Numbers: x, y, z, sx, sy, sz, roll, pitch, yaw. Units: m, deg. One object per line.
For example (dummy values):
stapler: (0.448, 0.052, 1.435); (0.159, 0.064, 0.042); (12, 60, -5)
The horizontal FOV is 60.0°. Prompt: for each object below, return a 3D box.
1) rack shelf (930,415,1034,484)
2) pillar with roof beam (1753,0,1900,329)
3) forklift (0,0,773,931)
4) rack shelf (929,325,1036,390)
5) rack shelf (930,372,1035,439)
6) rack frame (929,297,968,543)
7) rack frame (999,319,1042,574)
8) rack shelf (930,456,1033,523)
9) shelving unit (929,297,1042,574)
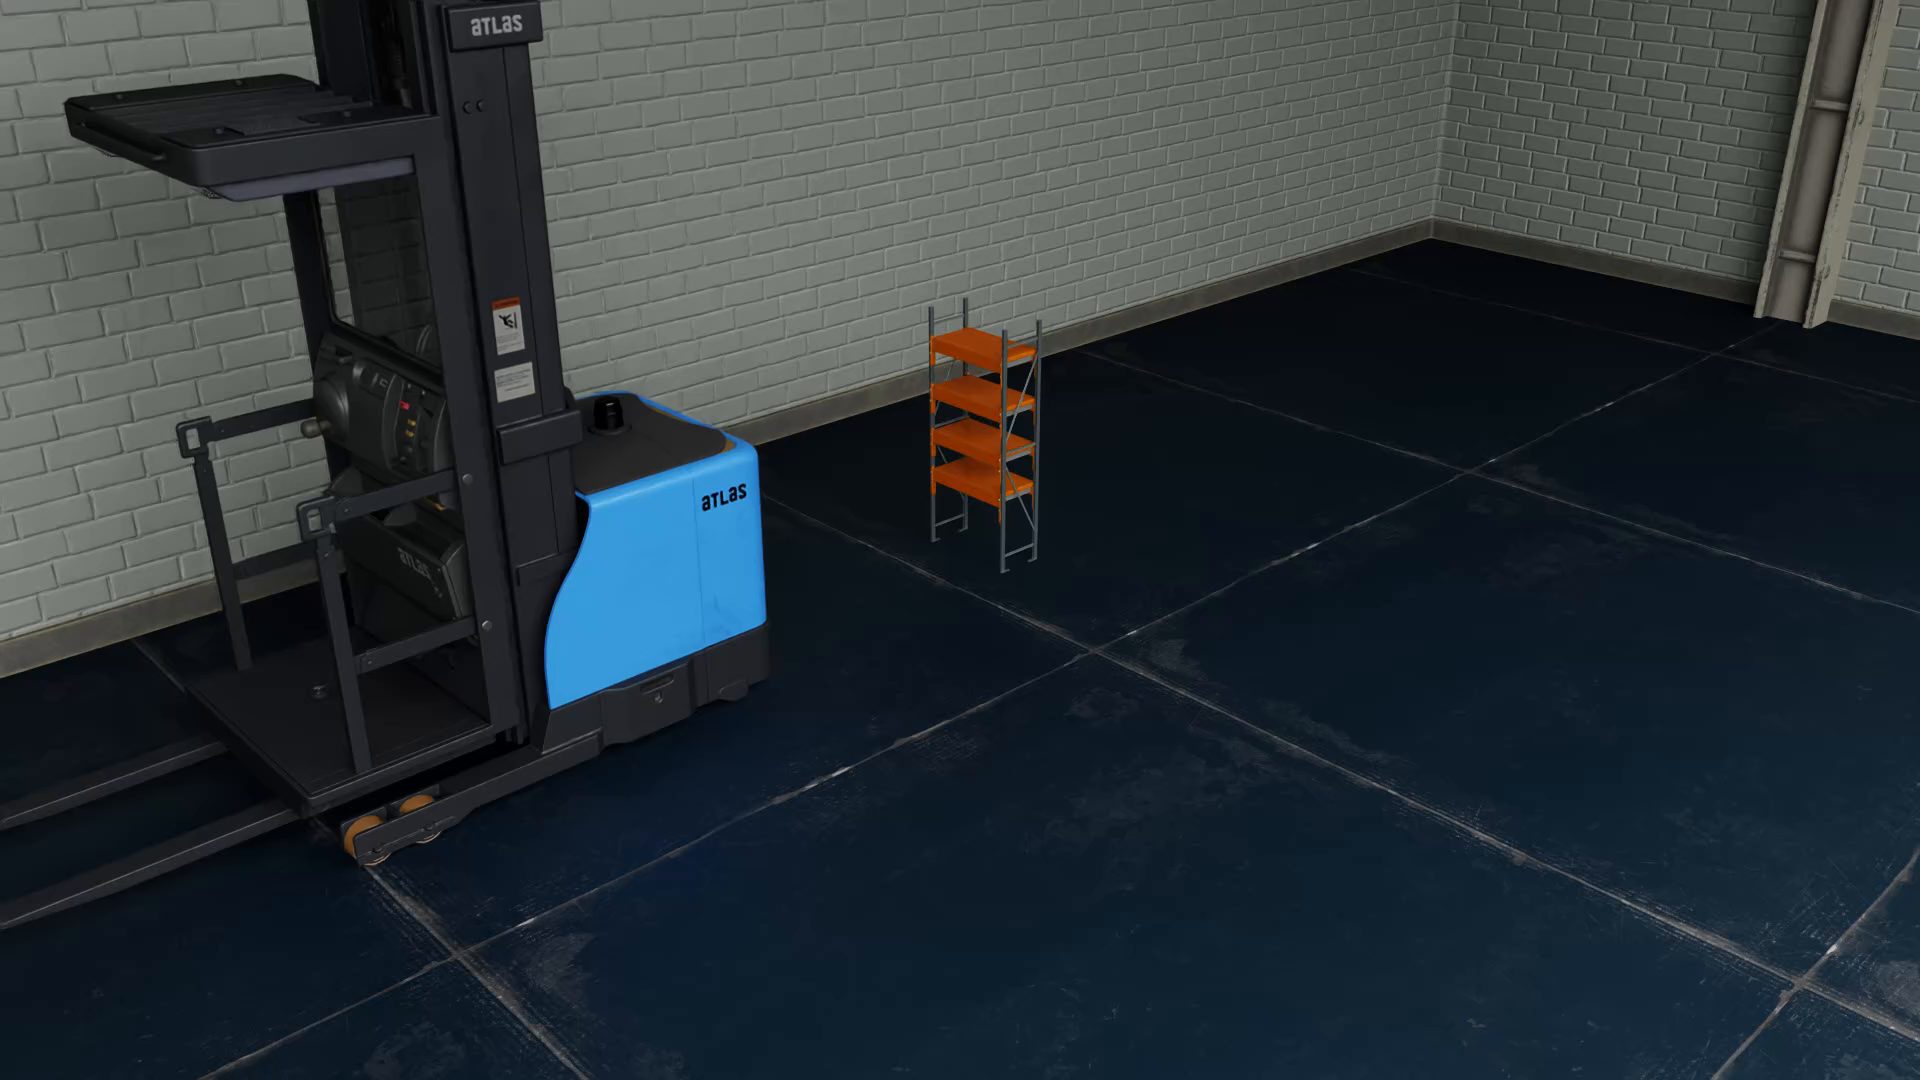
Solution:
rack shelf: (0.113, -0.435, 7.919); (0.258, 0.148, 0.480); (-21, 32, -38)
pillar with roof beam: (2.680, -4.429, 7.117); (9.100, 9.000, 0.400); (-21, 32, -38)
forklift: (-2.188, -0.447, 5.699); (3.031, 2.935, 1.130); (-22, 32, -39)
rack shelf: (0.113, -0.853, 7.728); (0.258, 0.148, 0.480); (-21, 32, -38)
rack shelf: (0.113, -0.638, 7.826); (0.258, 0.148, 0.480); (-21, 32, -38)
rack frame: (-0.054, -0.570, 8.053); (0.240, 1.200, 0.015); (-21, 32, -38)
rack frame: (0.280, -0.422, 7.729); (0.240, 1.200, 0.015); (-21, 32, -38)
rack shelf: (0.113, -0.254, 8.001); (0.258, 0.148, 0.480); (-21, 32, -38)
shelving unit: (0.113, -0.496, 7.891); (0.258, 1.200, 0.503); (-21, 32, -38)
